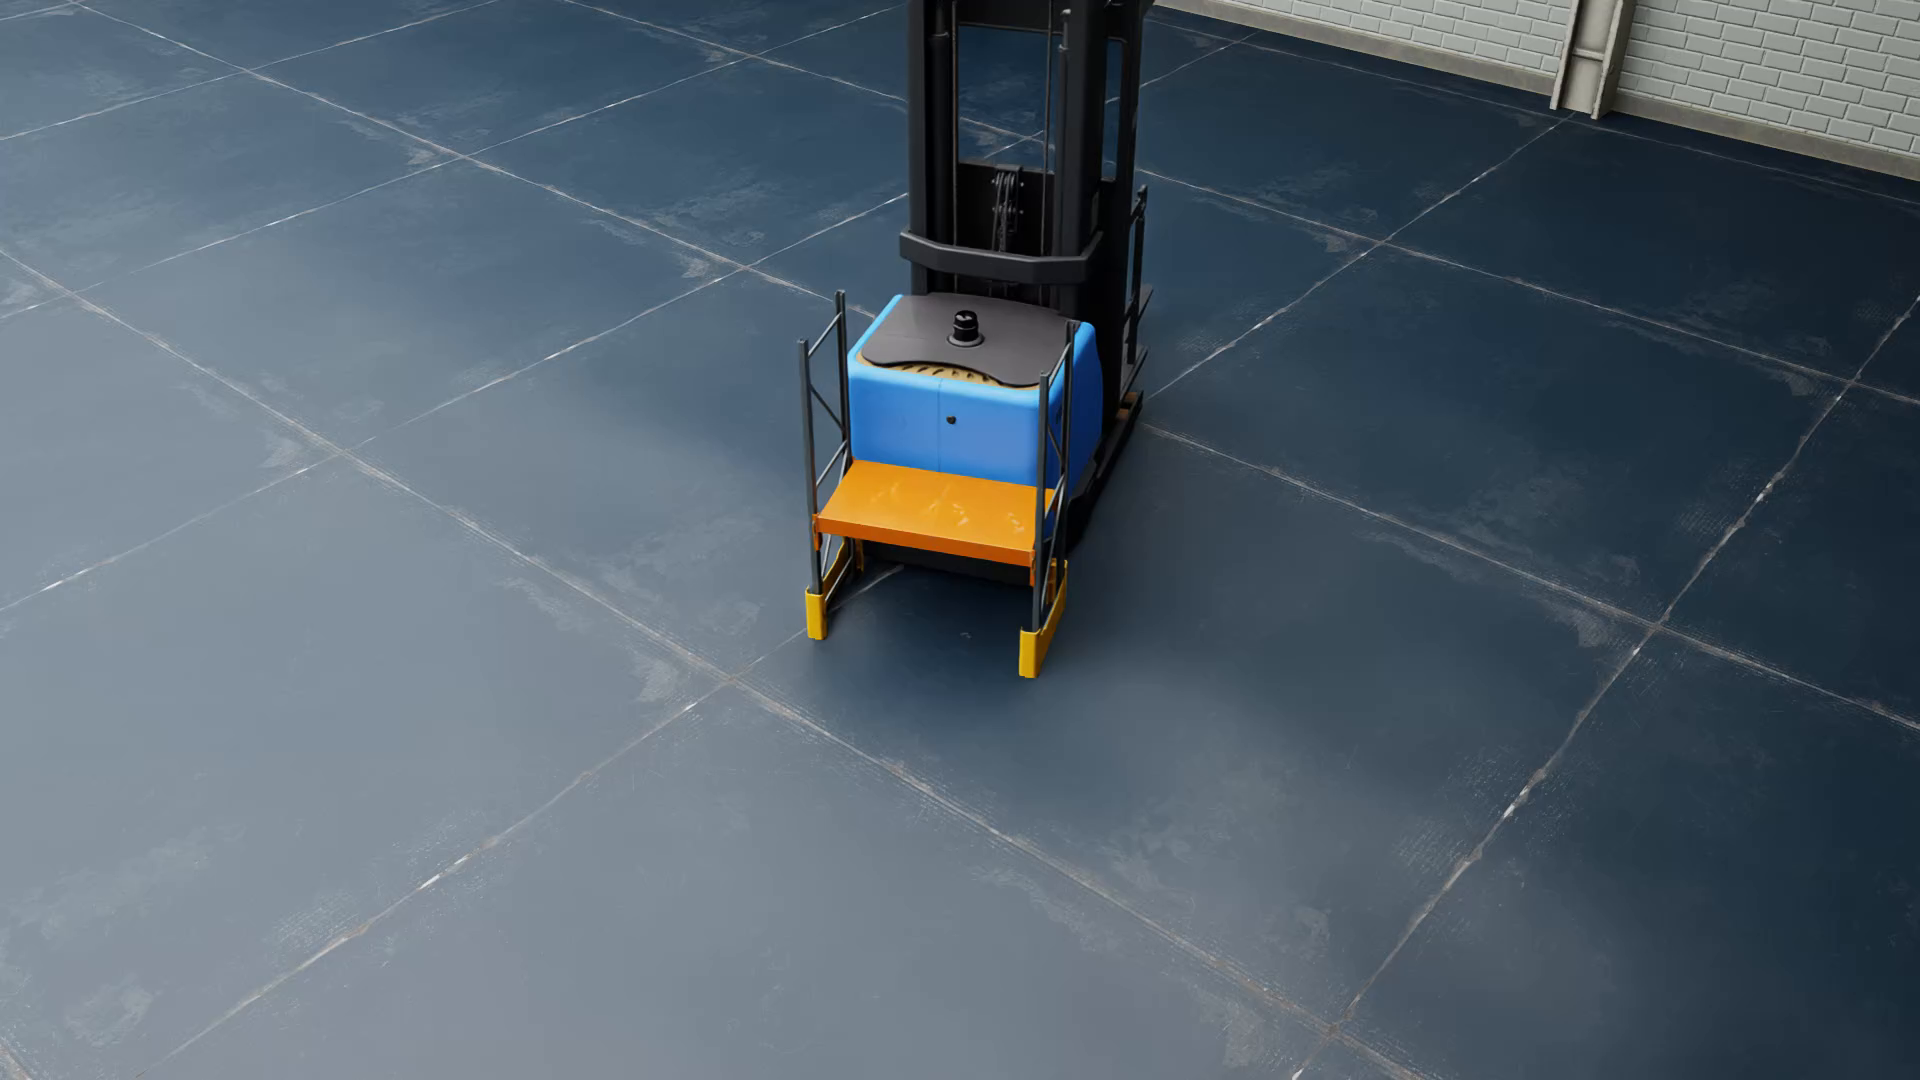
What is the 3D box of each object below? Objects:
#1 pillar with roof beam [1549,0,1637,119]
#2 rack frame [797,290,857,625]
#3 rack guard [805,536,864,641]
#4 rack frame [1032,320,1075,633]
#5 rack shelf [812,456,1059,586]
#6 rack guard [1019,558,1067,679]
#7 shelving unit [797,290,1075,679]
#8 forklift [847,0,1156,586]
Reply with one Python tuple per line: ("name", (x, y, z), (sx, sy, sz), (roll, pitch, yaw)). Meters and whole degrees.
("pillar with roof beam", (2.197, -5.277, 7.985), (0.400, 9.000, 9.100), (25, 42, 32))
("rack frame", (-0.580, -0.323, 7.396), (0.032, 1.500, 0.500), (9, 36, 13))
("rack guard", (-0.578, 0.192, 7.749), (0.087, 0.250, 0.587), (9, 36, 13))
("rack frame", (0.397, -0.164, 7.164), (0.032, 1.500, 0.500), (9, 36, 13))
("rack shelf", (-0.091, -0.095, 7.382), (1.000, 0.185, 0.538), (9, 36, 13))
("rack guard", (0.379, 0.348, 7.522), (0.087, 0.250, 0.587), (9, 36, 13))
("shelving unit", (-0.100, -0.245, 7.282), (1.083, 1.500, 0.587), (9, 36, 13))
("forklift", (0.377, -1.822, 8.314), (1.130, 2.935, 3.031), (11, 36, 15))
